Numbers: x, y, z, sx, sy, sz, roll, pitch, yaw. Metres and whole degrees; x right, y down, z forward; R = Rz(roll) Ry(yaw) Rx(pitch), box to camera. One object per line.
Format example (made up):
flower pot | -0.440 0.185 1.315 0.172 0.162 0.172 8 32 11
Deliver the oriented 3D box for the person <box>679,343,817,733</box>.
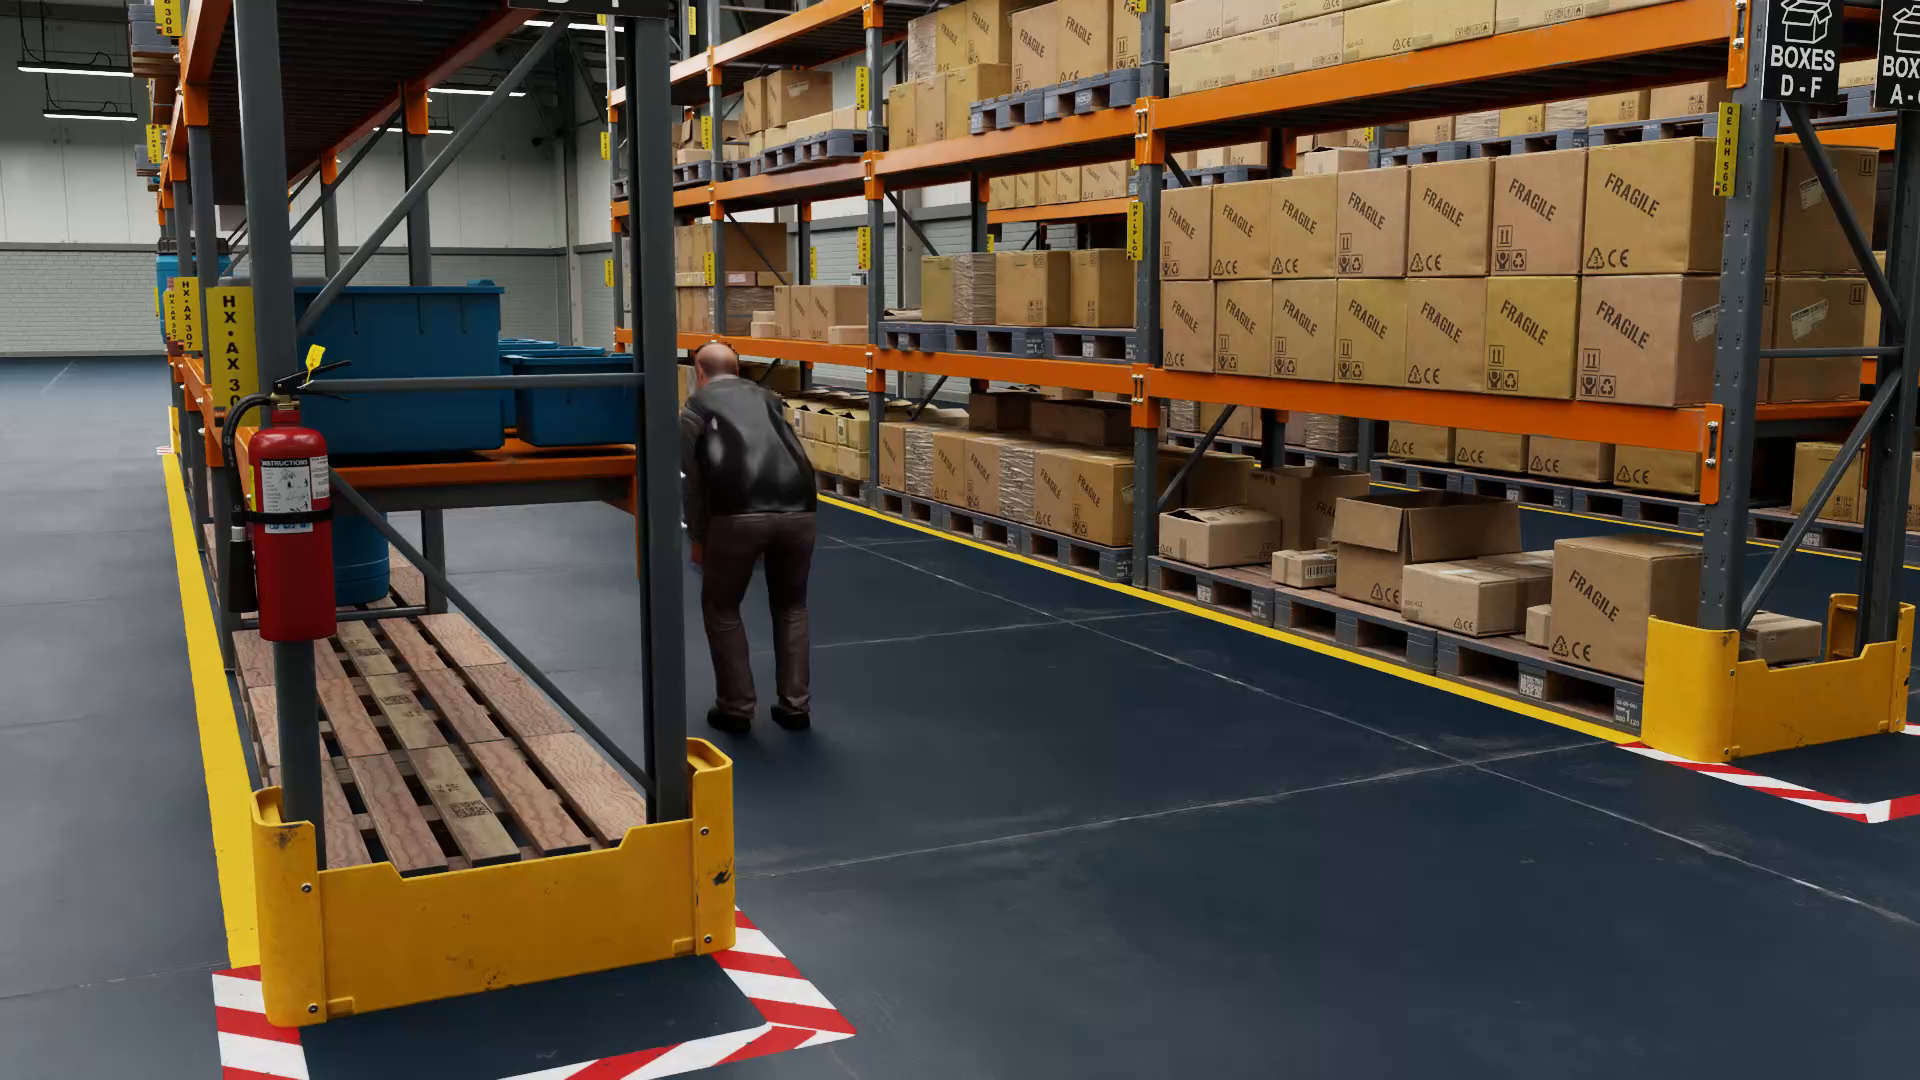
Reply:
person | -0.879 -0.020 6.727 0.471 1.530 0.750 -4 9 -27
